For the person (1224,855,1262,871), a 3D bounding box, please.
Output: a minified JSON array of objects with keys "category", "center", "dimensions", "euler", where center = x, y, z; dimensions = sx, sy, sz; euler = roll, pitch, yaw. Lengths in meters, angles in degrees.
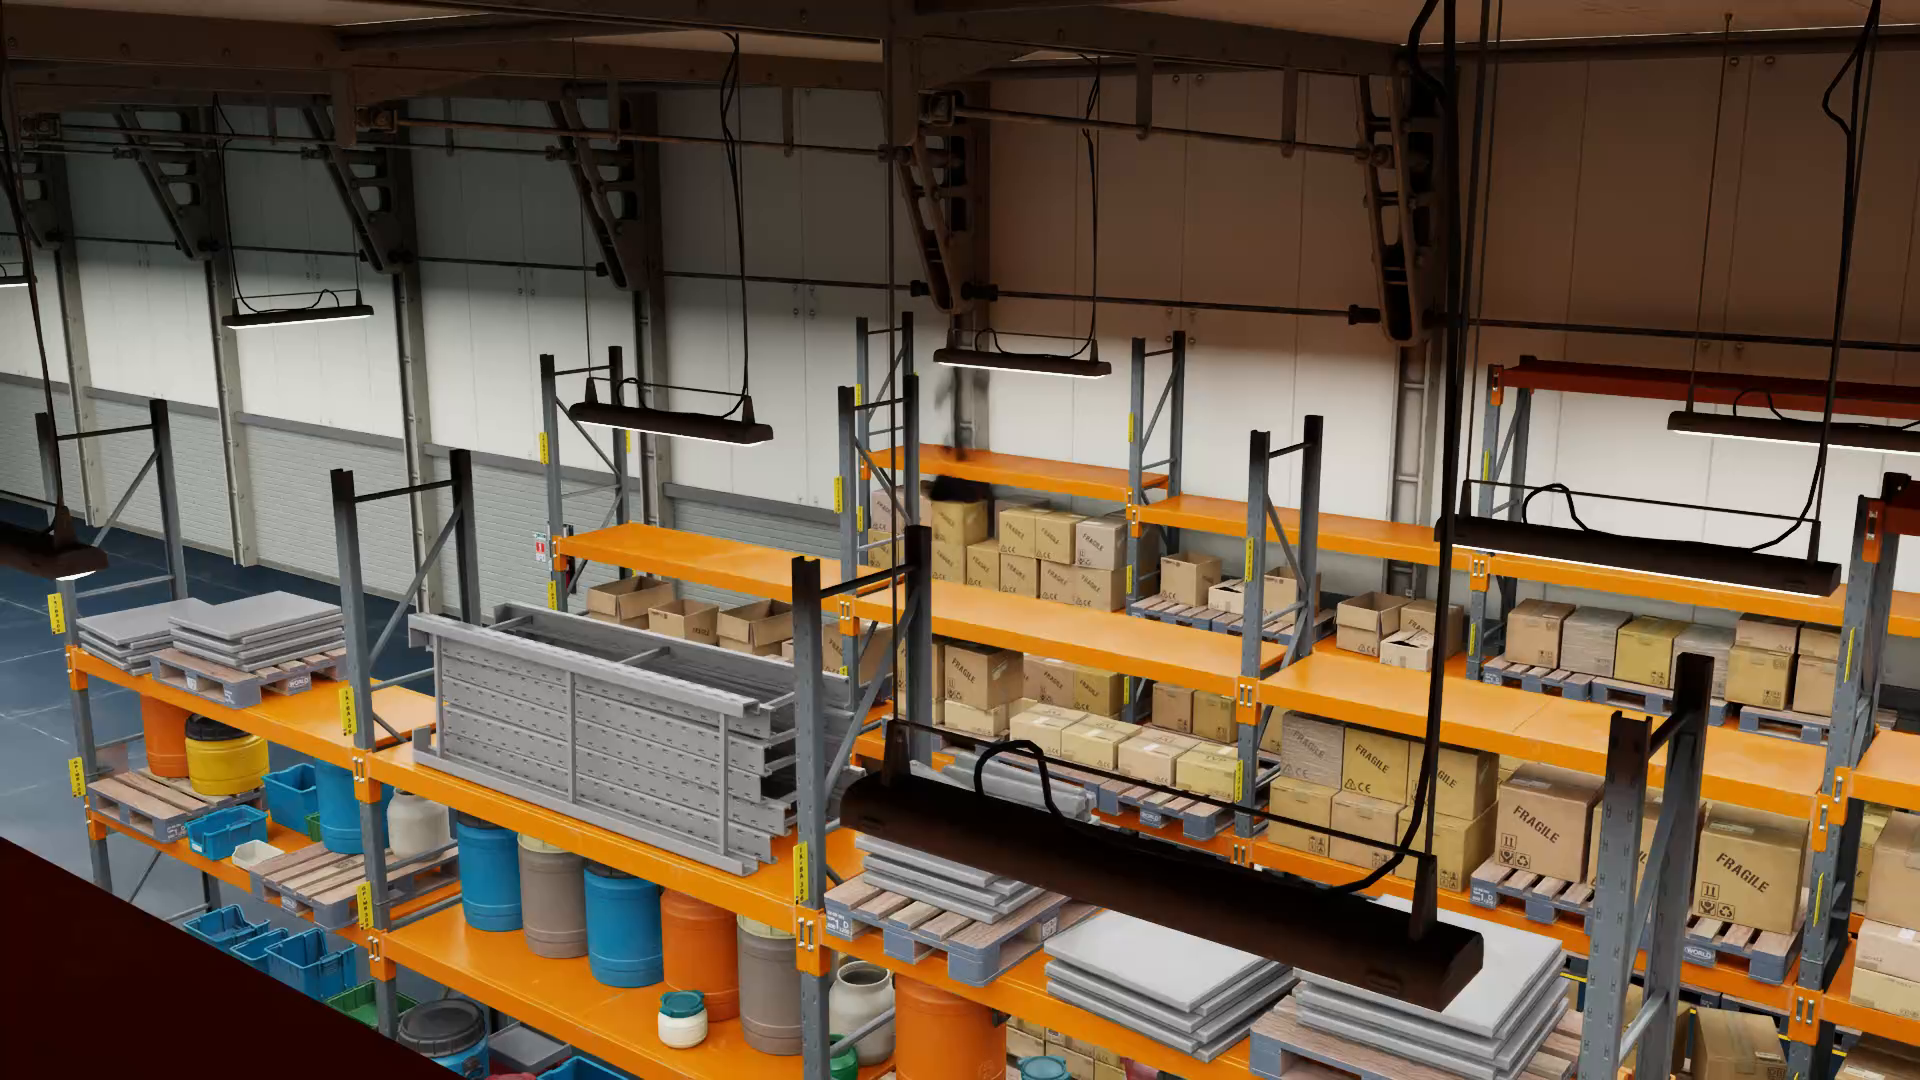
[{"category":"person","center":[2.807,3.576,16.101],"dimensions":[0.746,1.718,0.646],"euler":[9,16,33]}]
